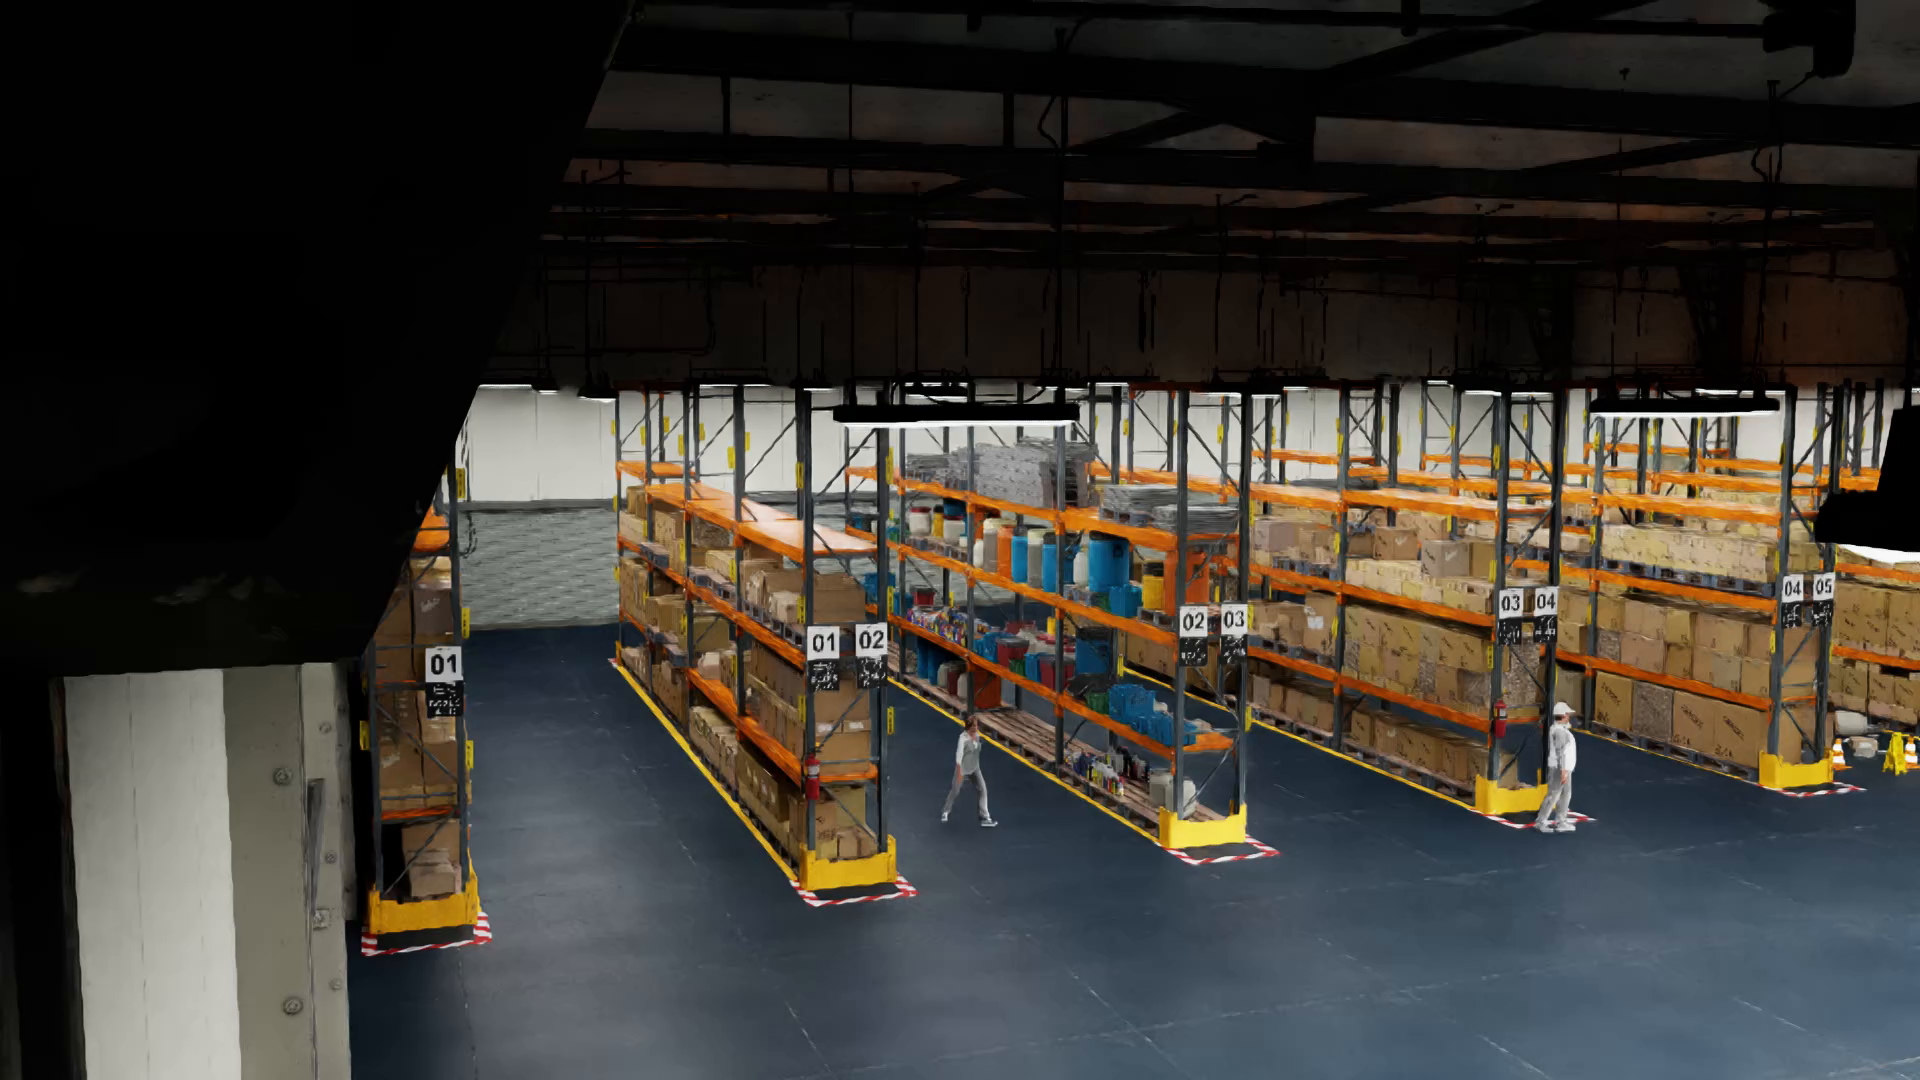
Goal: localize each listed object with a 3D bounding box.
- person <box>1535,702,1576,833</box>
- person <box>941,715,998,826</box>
[{"bbox_3d":[8.108,3.082,22.559,0.544,1.769,0.603,2,6,17],"label":"person"},{"bbox_3d":[0.098,3.151,22.836,0.445,1.537,0.881,-5,8,-42],"label":"person"}]
